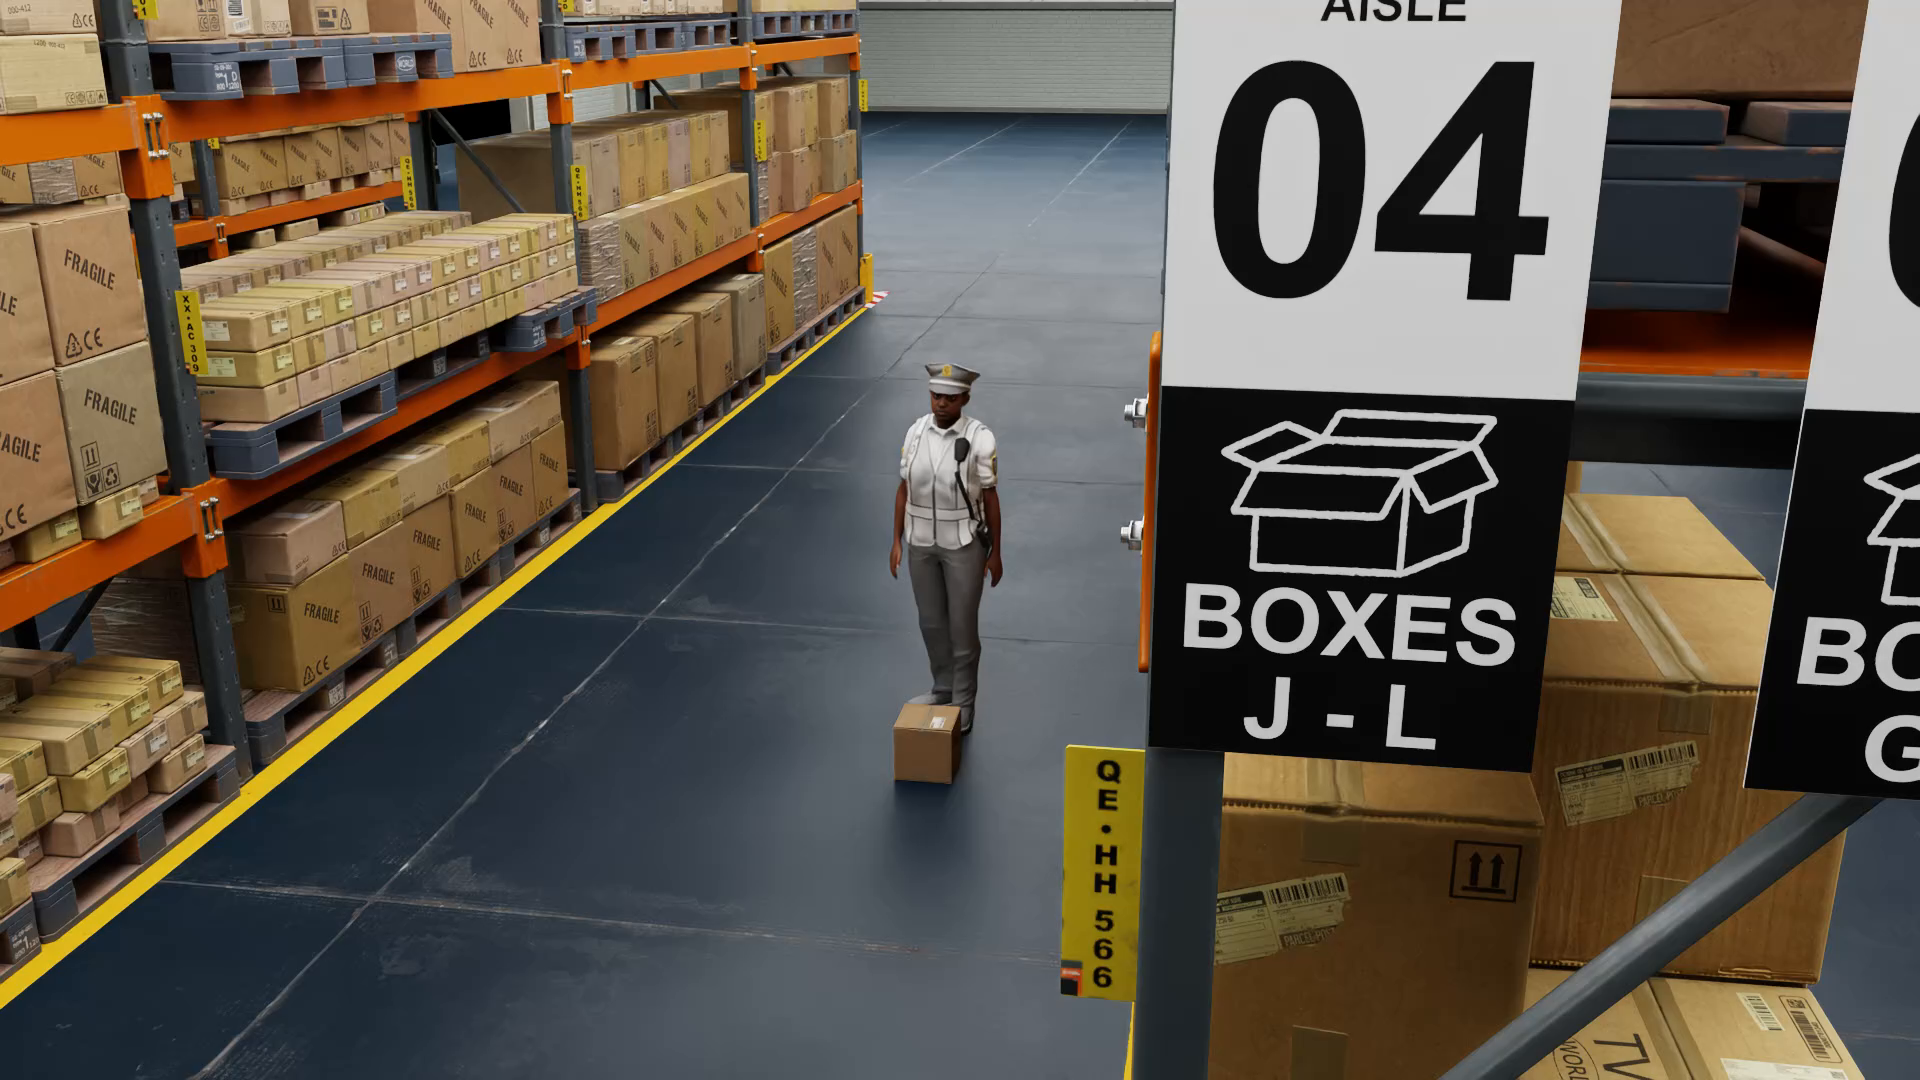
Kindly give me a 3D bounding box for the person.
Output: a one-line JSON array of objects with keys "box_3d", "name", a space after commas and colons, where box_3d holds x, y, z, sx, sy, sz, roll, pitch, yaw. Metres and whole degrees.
[{"box_3d": [-0.060, 0.025, 7.411, 0.497, 1.700, 0.395, 7, 19, 21], "name": "person"}]
